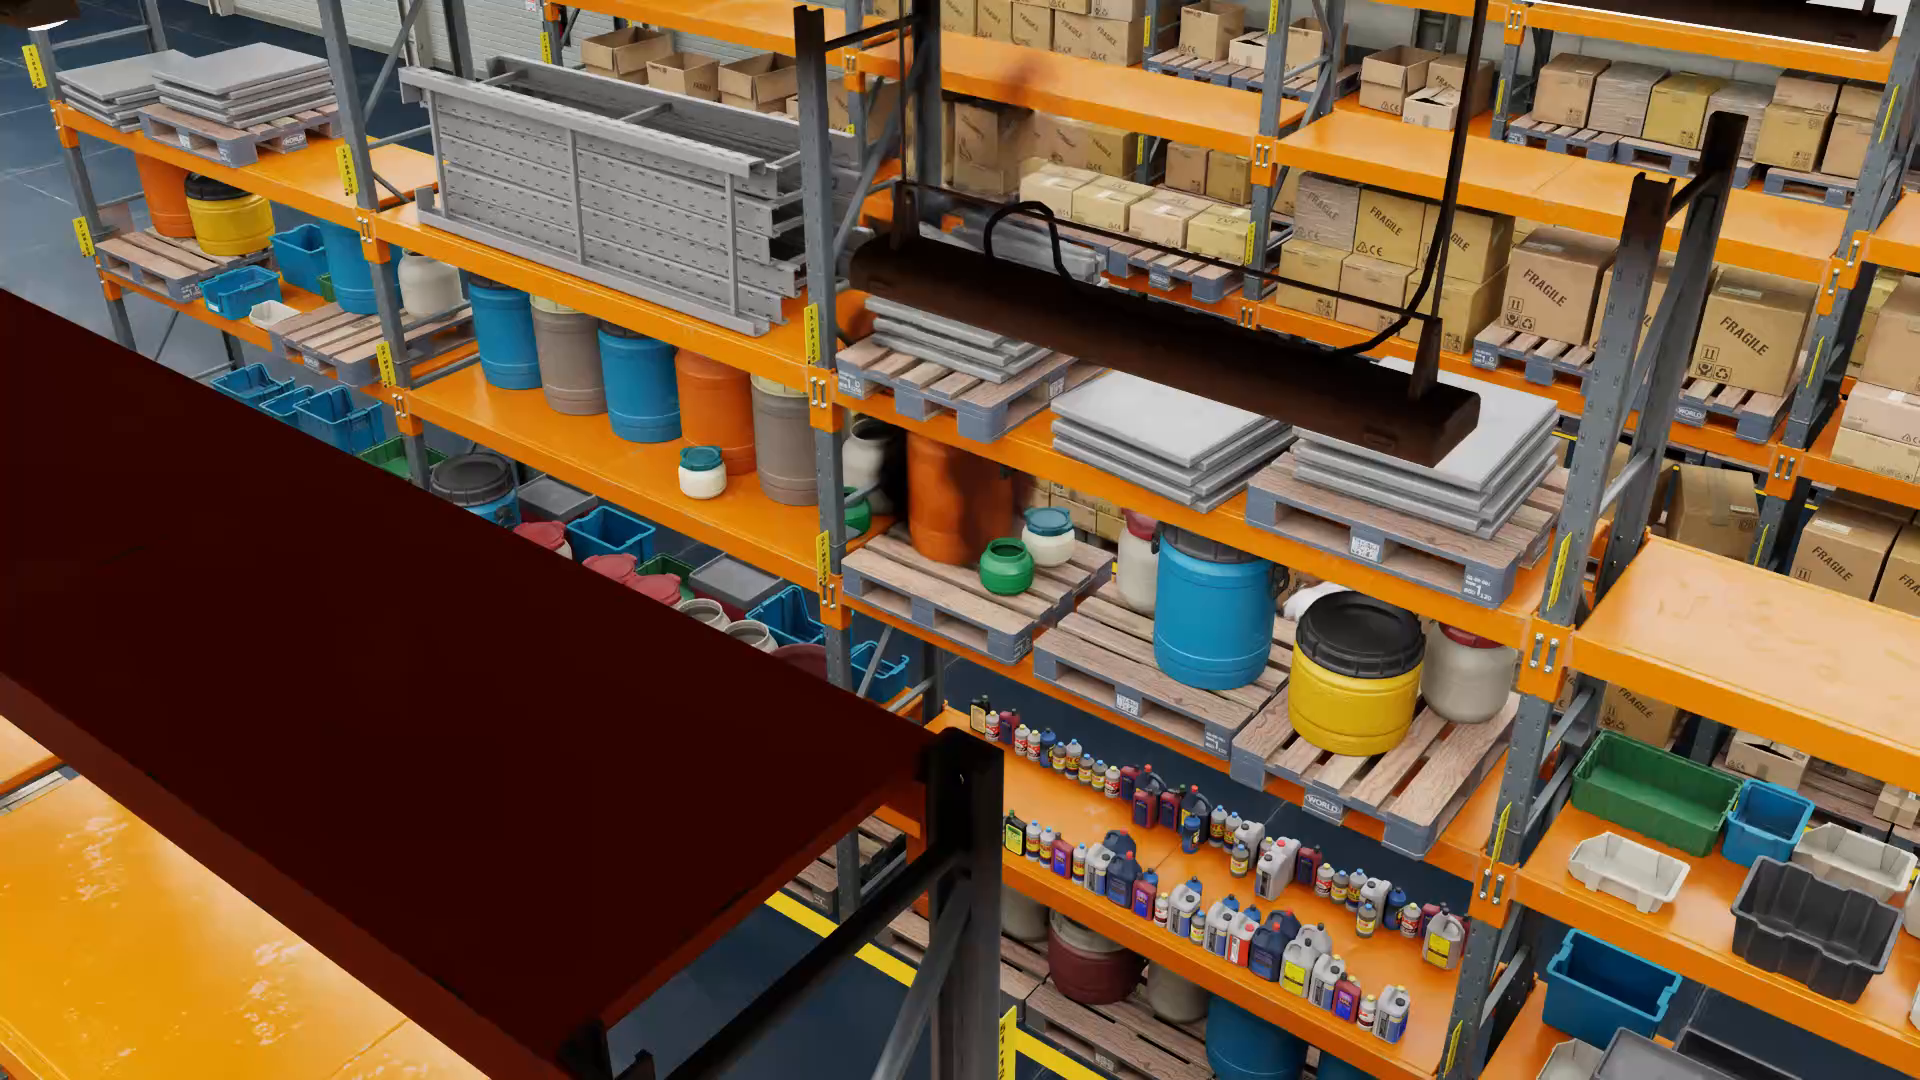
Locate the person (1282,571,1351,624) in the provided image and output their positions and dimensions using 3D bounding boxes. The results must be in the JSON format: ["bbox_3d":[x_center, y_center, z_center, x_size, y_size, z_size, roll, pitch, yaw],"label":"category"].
[{"bbox_3d":[2.412,0.867,11.618,0.850,1.817,0.713,18,36,27],"label":"person"}]
